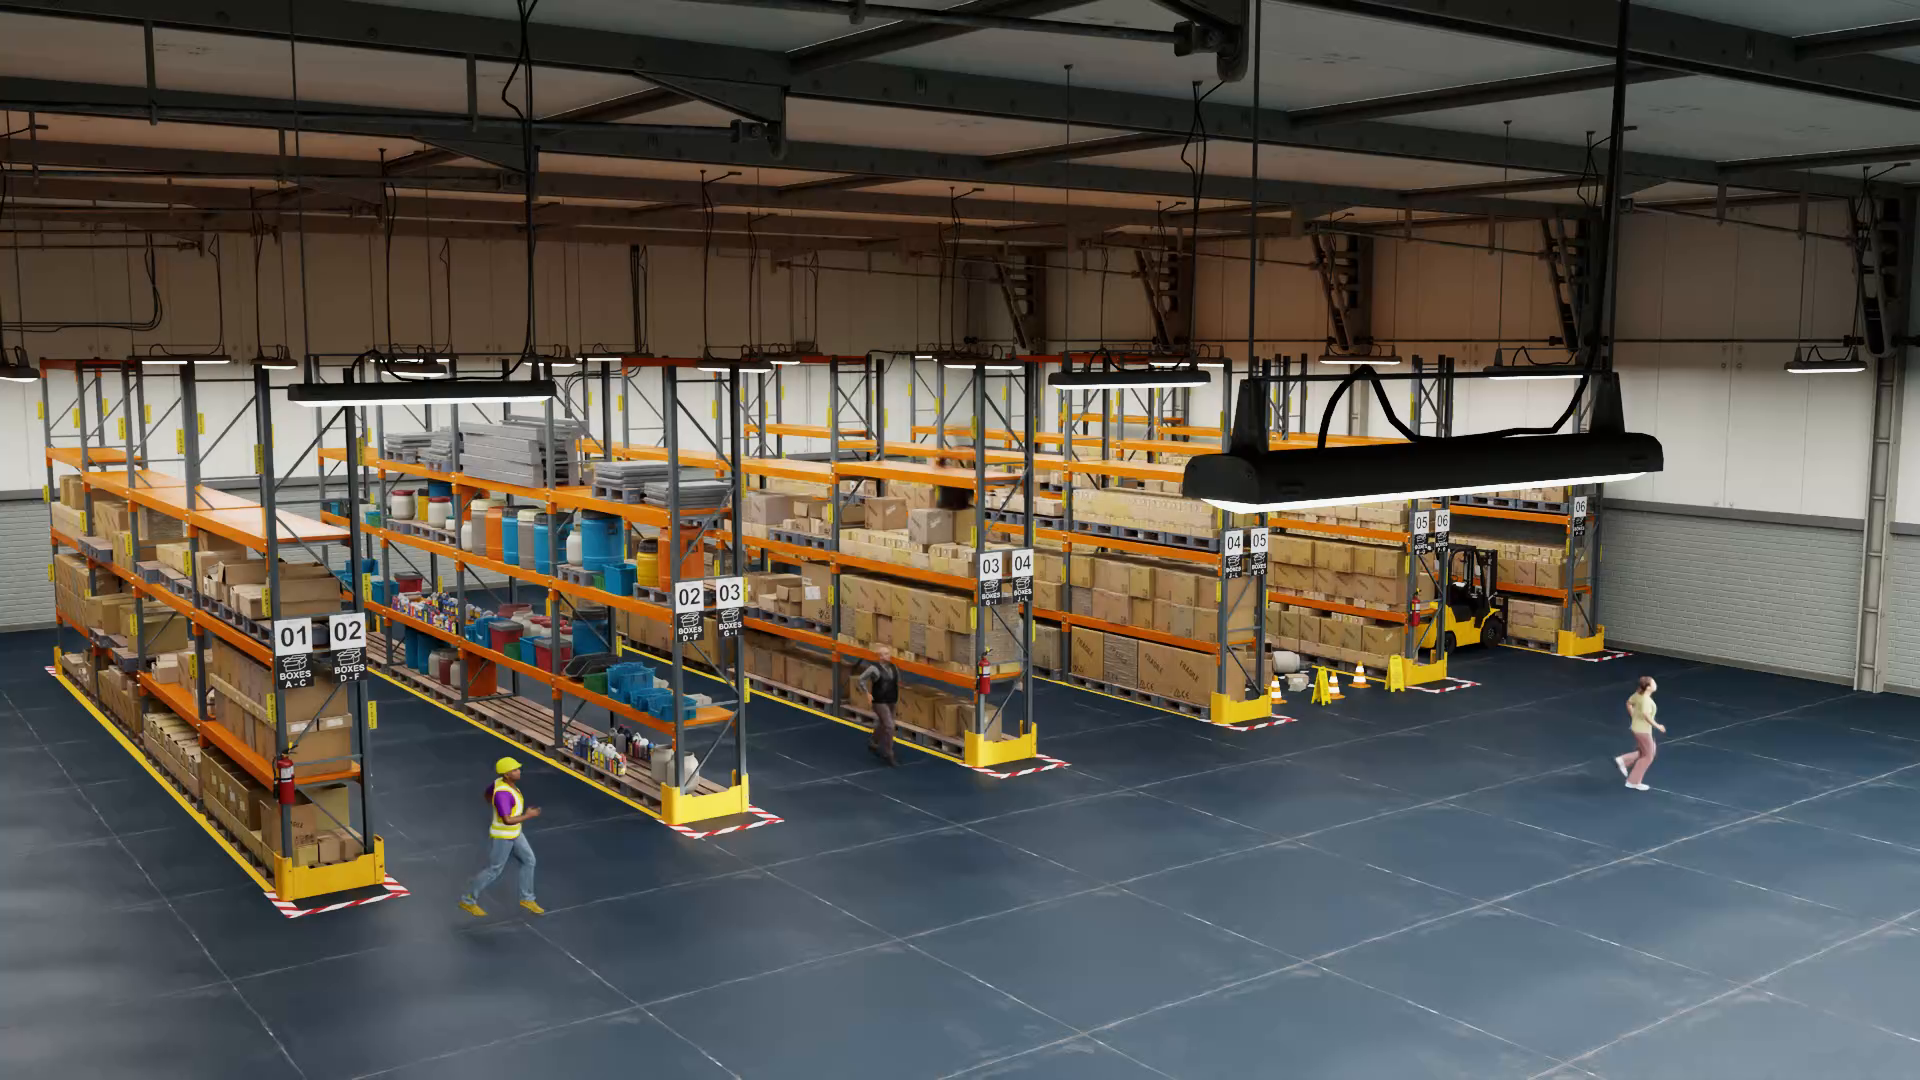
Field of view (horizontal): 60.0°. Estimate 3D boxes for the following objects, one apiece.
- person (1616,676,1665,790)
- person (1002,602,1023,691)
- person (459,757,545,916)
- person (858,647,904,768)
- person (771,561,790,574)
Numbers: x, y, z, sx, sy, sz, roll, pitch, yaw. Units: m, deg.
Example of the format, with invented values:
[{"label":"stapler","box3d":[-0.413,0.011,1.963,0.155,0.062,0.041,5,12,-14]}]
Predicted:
[{"label":"person","box3d":[9.629,2.713,23.531,0.613,1.631,0.597,1,7,6]},{"label":"person","box3d":[0.991,1.898,30.145,0.700,1.643,0.563,6,9,42]},{"label":"person","box3d":[-5.034,3.271,18.262,0.908,1.812,0.713,-1,7,-7]},{"label":"person","box3d":[-1.144,2.481,24.954,0.769,1.772,0.629,5,9,38]},{"label":"person","box3d":[-4.504,0.441,41.965,0.565,1.730,0.788,3,8,25]}]
